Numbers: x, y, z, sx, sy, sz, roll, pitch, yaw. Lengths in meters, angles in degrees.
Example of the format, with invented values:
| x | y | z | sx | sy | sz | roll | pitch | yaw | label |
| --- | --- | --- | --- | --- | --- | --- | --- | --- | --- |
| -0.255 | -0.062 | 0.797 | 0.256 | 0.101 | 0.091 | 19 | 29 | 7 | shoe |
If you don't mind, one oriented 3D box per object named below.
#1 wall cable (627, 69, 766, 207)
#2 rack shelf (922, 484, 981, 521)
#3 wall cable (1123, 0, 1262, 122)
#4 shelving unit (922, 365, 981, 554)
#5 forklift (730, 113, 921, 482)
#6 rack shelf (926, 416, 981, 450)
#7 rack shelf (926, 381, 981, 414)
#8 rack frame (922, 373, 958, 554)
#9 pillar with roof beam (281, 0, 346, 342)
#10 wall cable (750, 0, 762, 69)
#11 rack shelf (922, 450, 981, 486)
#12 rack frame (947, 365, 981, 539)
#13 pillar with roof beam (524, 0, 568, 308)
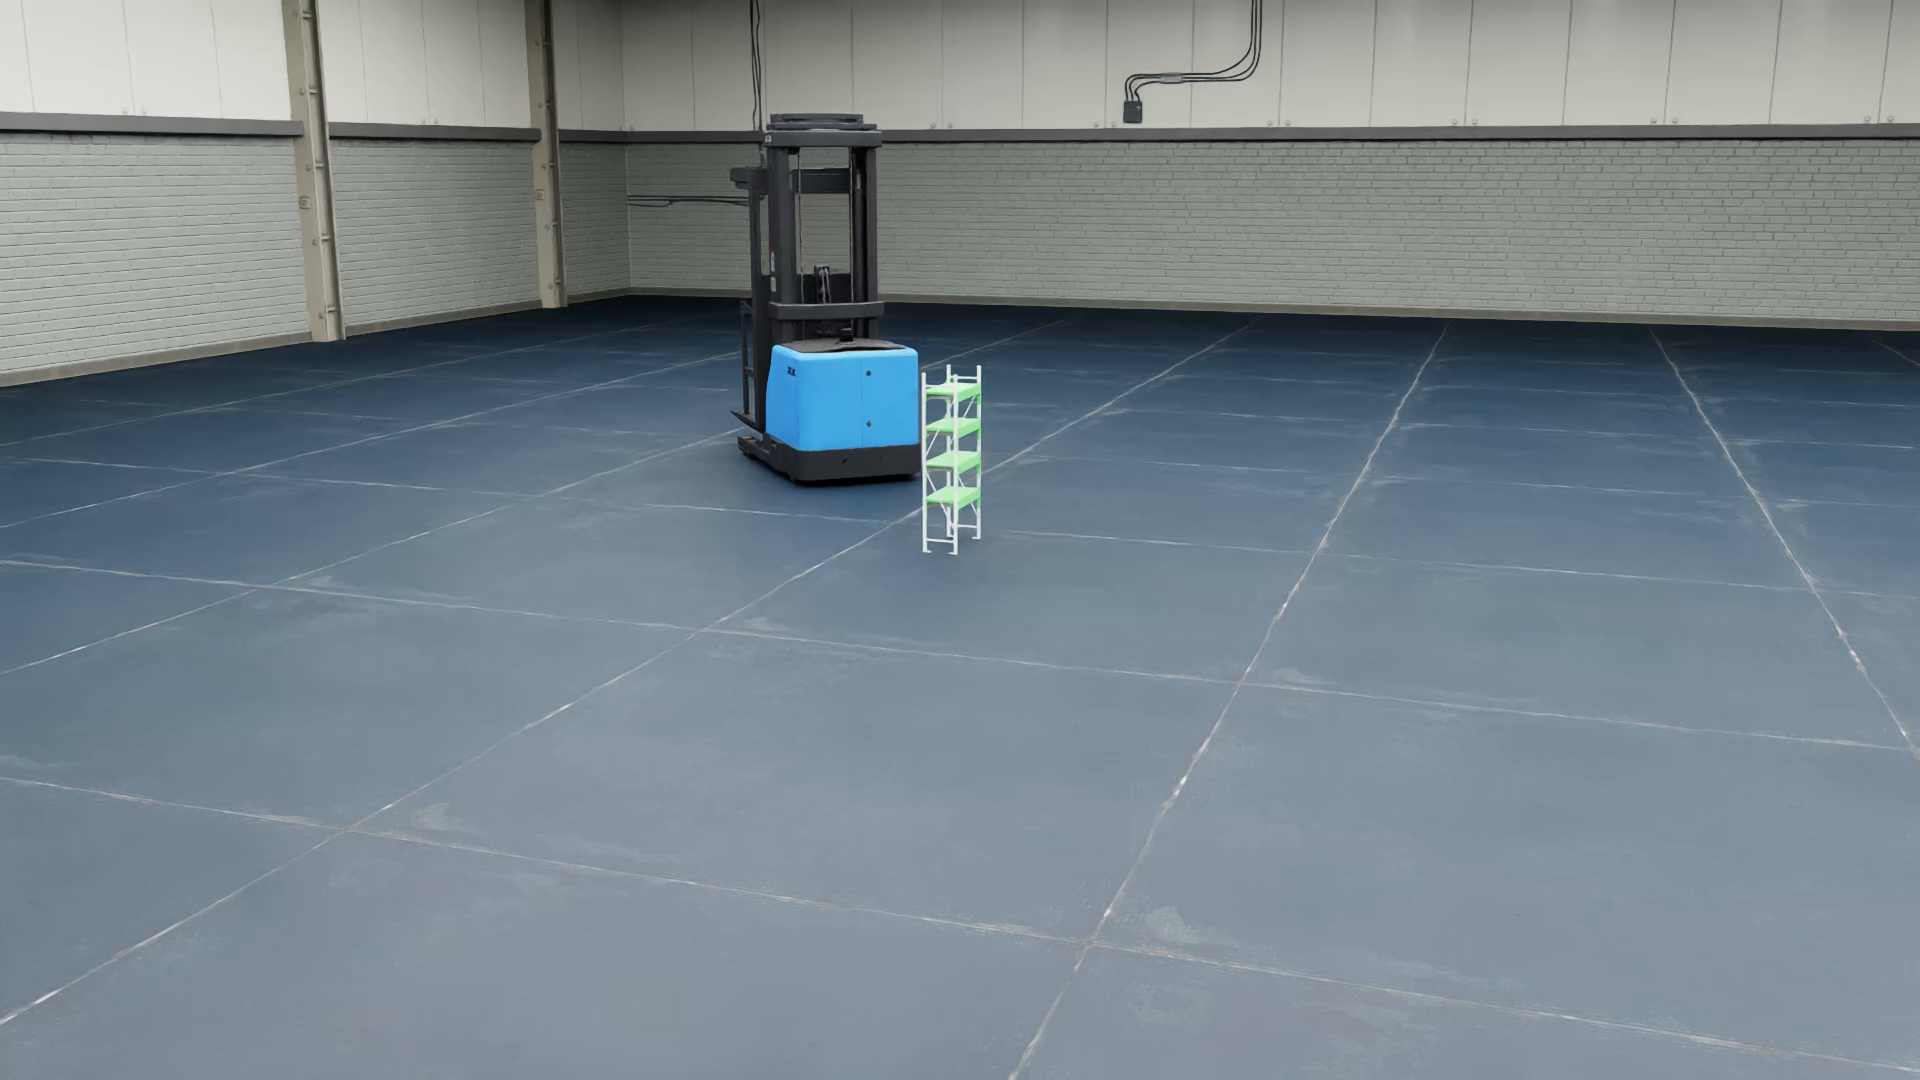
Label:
| x | y | z | sx | sy | sz | roll | pitch | yaw | label |
| --- | --- | --- | --- | --- | --- | --- | --- | --- | --- |
| -5.059 | -7.571 | 31.413 | 3.097 | 2.526 | 0.112 | 4 | 14 | 18 | wall cable |
| -0.054 | -0.254 | 11.269 | 0.258 | 0.148 | 0.480 | 4 | 14 | 18 | rack shelf |
| 3.918 | -10.056 | 27.680 | 2.305 | 6.003 | 0.169 | 4 | 14 | 18 | wall cable |
| -0.054 | -0.550 | 11.202 | 0.258 | 1.200 | 0.503 | 4 | 14 | 18 | shelving unit |
| -1.337 | -2.180 | 14.453 | 1.130 | 2.935 | 3.031 | -5 | 14 | -21 | forklift |
| -0.054 | -0.722 | 11.163 | 0.258 | 0.148 | 0.480 | 4 | 14 | 18 | rack shelf |
| -0.054 | -0.956 | 11.109 | 0.258 | 0.148 | 0.480 | 4 | 14 | 18 | rack shelf |
| -0.133 | -0.499 | 10.977 | 0.240 | 1.200 | 0.015 | 4 | 14 | 18 | rack frame |
| -5.131 | -6.986 | 21.874 | 9.100 | 9.000 | 0.400 | 4 | 14 | 18 | pillar with roof beam |
| -2.499 | -9.838 | 29.997 | 3.097 | 2.526 | 0.112 | 4 | 14 | 18 | wall cable |
| -0.054 | -0.488 | 11.216 | 0.258 | 0.148 | 0.480 | 4 | 14 | 18 | rack shelf |
| 0.025 | -0.601 | 11.427 | 0.240 | 1.200 | 0.015 | 4 | 14 | 18 | rack frame |
| -3.190 | -8.250 | 27.409 | 9.100 | 9.000 | 0.400 | 4 | 14 | 18 | pillar with roof beam |
